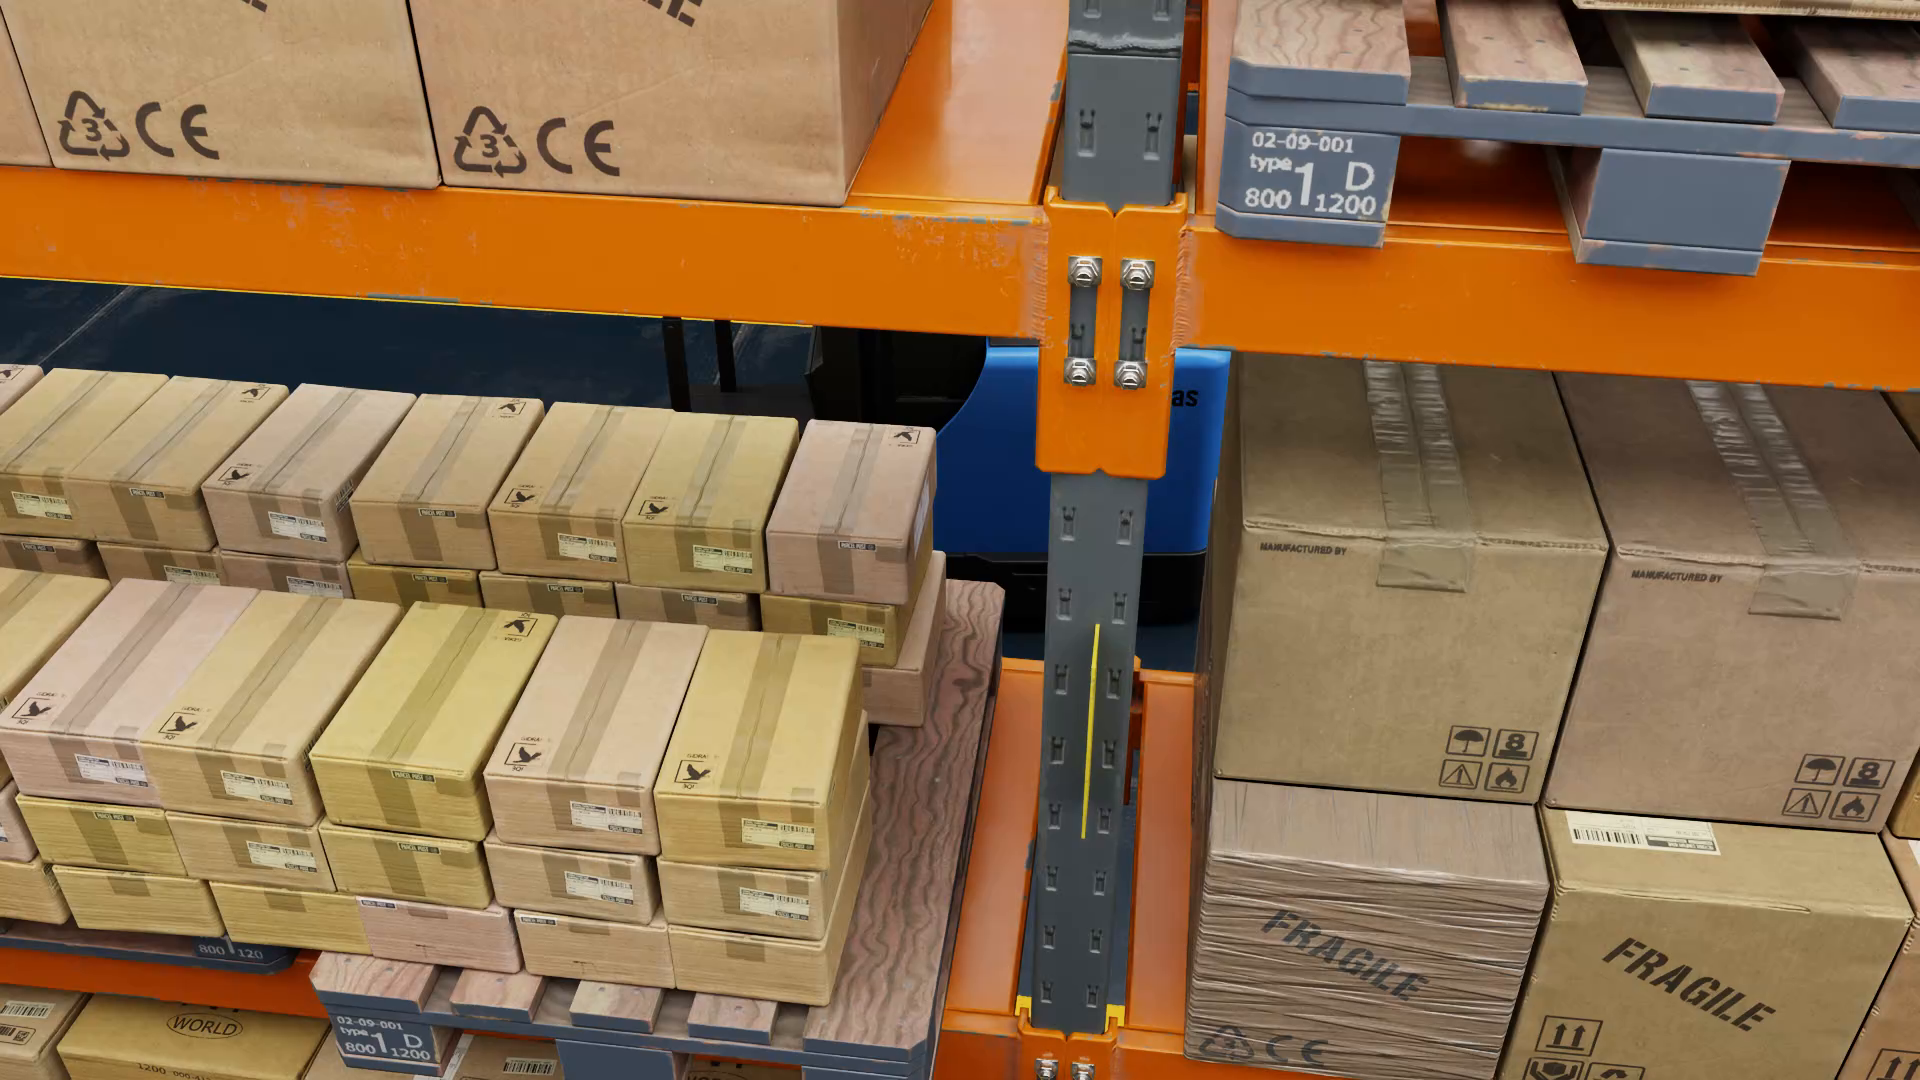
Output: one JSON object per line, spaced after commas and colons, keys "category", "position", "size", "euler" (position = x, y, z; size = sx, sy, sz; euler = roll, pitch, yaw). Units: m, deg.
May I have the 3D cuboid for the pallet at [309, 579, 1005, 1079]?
{"category": "pallet", "position": [-0.476, 0.486, 3.152], "size": [1.003, 0.211, 1.213], "euler": [4, 36, 6]}

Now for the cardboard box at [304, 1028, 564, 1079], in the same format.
{"category": "cardboard box", "position": [-0.970, 1.010, 3.398], "size": [0.500, 0.250, 0.500], "euler": [5, 36, 7]}

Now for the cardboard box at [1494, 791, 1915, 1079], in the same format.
{"category": "cardboard box", "position": [1.160, 0.583, 2.765], "size": [0.500, 0.500, 0.500], "euler": [4, 36, 6]}

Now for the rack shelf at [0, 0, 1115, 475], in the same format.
{"category": "rack shelf", "position": [-1.739, -0.677, 2.654], "size": [4.000, 0.370, 1.077], "euler": [4, 36, 6]}

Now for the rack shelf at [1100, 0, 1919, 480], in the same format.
{"category": "rack shelf", "position": [2.228, -0.381, 2.239], "size": [4.000, 0.370, 1.077], "euler": [4, 36, 6]}

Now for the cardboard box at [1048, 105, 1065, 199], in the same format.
{"category": "cardboard box", "position": [0.100, -1.866, 7.749], "size": [0.875, 0.875, 0.875], "euler": [4, 36, 6]}

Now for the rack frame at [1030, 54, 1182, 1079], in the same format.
{"category": "rack frame", "position": [0.245, 0.399, 3.109], "size": [0.127, 3.000, 1.000], "euler": [4, 36, 6]}

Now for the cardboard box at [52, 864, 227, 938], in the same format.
{"category": "cardboard box", "position": [-1.318, 0.481, 2.849], "size": [0.250, 0.149, 0.380], "euler": [3, 36, 4]}

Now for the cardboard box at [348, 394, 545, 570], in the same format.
{"category": "cardboard box", "position": [-0.961, -0.116, 3.174], "size": [0.250, 0.149, 0.380], "euler": [3, 36, 4]}

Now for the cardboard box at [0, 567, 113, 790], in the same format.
{"category": "cardboard box", "position": [-1.582, 0.219, 2.703], "size": [0.250, 0.149, 0.380], "euler": [6, 36, 8]}

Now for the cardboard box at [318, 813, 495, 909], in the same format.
{"category": "cardboard box", "position": [-0.830, 0.398, 2.708], "size": [0.250, 0.149, 0.380], "euler": [5, 36, 7]}

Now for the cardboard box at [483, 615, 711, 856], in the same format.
{"category": "cardboard box", "position": [-0.549, 0.296, 2.595], "size": [0.250, 0.149, 0.380], "euler": [4, 36, 5]}

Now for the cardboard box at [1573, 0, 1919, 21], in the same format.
{"category": "cardboard box", "position": [0.934, -0.817, 1.859], "size": [0.500, 0.311, 0.500], "euler": [4, 36, 6]}

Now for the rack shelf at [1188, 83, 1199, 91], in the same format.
{"category": "rack shelf", "position": [2.758, -2.020, 7.117], "size": [4.000, 0.370, 1.077], "euler": [4, 36, 6]}

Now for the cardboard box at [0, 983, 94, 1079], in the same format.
{"category": "cardboard box", "position": [-1.990, 0.930, 3.510], "size": [0.500, 0.250, 0.500], "euler": [6, 36, 8]}

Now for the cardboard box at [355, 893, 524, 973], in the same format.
{"category": "cardboard box", "position": [-0.805, 0.521, 2.793], "size": [0.250, 0.149, 0.380], "euler": [5, 36, 7]}

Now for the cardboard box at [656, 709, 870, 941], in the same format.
{"category": "cardboard box", "position": [-0.303, 0.435, 2.657], "size": [0.250, 0.149, 0.380], "euler": [5, 36, 7]}

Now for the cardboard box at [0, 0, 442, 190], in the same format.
{"category": "cardboard box", "position": [-0.852, -0.788, 2.104], "size": [0.500, 0.500, 0.500], "euler": [4, 36, 6]}

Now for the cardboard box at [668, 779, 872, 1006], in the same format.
{"category": "cardboard box", "position": [-0.303, 0.559, 2.740], "size": [0.250, 0.149, 0.380], "euler": [5, 36, 7]}

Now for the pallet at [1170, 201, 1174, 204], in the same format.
{"category": "pallet", "position": [1.550, -1.267, 7.843], "size": [1.213, 0.211, 1.003], "euler": [4, 36, 6]}

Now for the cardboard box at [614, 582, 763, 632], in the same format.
{"category": "cardboard box", "position": [-0.479, 0.039, 3.212], "size": [0.250, 0.149, 0.380], "euler": [6, 36, 8]}

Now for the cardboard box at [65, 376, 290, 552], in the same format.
{"category": "cardboard box", "position": [-1.493, -0.154, 3.226], "size": [0.250, 0.149, 0.380], "euler": [5, 36, 7]}

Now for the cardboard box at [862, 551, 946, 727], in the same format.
{"category": "cardboard box", "position": [-0.174, 0.181, 3.269], "size": [0.250, 0.149, 0.380], "euler": [4, 36, 5]}

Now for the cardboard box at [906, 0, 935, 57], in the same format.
{"category": "cardboard box", "position": [-0.288, -1.058, 2.482], "size": [0.500, 0.500, 0.500], "euler": [4, 36, 6]}

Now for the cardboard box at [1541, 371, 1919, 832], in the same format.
{"category": "cardboard box", "position": [1.190, 0.027, 2.683], "size": [0.500, 0.500, 0.700], "euler": [4, 36, 5]}

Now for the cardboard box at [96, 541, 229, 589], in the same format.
{"category": "cardboard box", "position": [-1.487, -0.036, 3.318], "size": [0.250, 0.149, 0.380], "euler": [4, 36, 6]}

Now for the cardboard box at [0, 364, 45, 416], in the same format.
{"category": "cardboard box", "position": [-2.007, -0.194, 3.282], "size": [0.250, 0.149, 0.380], "euler": [3, 36, 4]}

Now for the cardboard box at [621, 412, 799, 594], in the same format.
{"category": "cardboard box", "position": [-0.456, -0.076, 3.117], "size": [0.250, 0.149, 0.380], "euler": [3, 36, 5]}

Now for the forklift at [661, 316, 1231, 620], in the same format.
{"category": "forklift", "position": [-0.630, -1.193, 5.398], "size": [3.031, 2.935, 1.130], "euler": [0, 36, 0]}

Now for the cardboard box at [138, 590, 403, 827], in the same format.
{"category": "cardboard box", "position": [-1.074, 0.259, 2.647], "size": [0.250, 0.149, 0.380], "euler": [5, 36, 7]}

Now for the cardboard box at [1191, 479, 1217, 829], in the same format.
{"category": "cardboard box", "position": [0.725, 0.237, 3.250], "size": [0.500, 0.500, 0.500], "euler": [4, 36, 6]}

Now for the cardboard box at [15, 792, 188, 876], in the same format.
{"category": "cardboard box", "position": [-1.324, 0.360, 2.762], "size": [0.250, 0.149, 0.380], "euler": [4, 36, 6]}

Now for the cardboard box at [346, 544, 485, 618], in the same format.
{"category": "cardboard box", "position": [-0.994, 0.003, 3.263], "size": [0.250, 0.149, 0.380], "euler": [4, 36, 6]}
